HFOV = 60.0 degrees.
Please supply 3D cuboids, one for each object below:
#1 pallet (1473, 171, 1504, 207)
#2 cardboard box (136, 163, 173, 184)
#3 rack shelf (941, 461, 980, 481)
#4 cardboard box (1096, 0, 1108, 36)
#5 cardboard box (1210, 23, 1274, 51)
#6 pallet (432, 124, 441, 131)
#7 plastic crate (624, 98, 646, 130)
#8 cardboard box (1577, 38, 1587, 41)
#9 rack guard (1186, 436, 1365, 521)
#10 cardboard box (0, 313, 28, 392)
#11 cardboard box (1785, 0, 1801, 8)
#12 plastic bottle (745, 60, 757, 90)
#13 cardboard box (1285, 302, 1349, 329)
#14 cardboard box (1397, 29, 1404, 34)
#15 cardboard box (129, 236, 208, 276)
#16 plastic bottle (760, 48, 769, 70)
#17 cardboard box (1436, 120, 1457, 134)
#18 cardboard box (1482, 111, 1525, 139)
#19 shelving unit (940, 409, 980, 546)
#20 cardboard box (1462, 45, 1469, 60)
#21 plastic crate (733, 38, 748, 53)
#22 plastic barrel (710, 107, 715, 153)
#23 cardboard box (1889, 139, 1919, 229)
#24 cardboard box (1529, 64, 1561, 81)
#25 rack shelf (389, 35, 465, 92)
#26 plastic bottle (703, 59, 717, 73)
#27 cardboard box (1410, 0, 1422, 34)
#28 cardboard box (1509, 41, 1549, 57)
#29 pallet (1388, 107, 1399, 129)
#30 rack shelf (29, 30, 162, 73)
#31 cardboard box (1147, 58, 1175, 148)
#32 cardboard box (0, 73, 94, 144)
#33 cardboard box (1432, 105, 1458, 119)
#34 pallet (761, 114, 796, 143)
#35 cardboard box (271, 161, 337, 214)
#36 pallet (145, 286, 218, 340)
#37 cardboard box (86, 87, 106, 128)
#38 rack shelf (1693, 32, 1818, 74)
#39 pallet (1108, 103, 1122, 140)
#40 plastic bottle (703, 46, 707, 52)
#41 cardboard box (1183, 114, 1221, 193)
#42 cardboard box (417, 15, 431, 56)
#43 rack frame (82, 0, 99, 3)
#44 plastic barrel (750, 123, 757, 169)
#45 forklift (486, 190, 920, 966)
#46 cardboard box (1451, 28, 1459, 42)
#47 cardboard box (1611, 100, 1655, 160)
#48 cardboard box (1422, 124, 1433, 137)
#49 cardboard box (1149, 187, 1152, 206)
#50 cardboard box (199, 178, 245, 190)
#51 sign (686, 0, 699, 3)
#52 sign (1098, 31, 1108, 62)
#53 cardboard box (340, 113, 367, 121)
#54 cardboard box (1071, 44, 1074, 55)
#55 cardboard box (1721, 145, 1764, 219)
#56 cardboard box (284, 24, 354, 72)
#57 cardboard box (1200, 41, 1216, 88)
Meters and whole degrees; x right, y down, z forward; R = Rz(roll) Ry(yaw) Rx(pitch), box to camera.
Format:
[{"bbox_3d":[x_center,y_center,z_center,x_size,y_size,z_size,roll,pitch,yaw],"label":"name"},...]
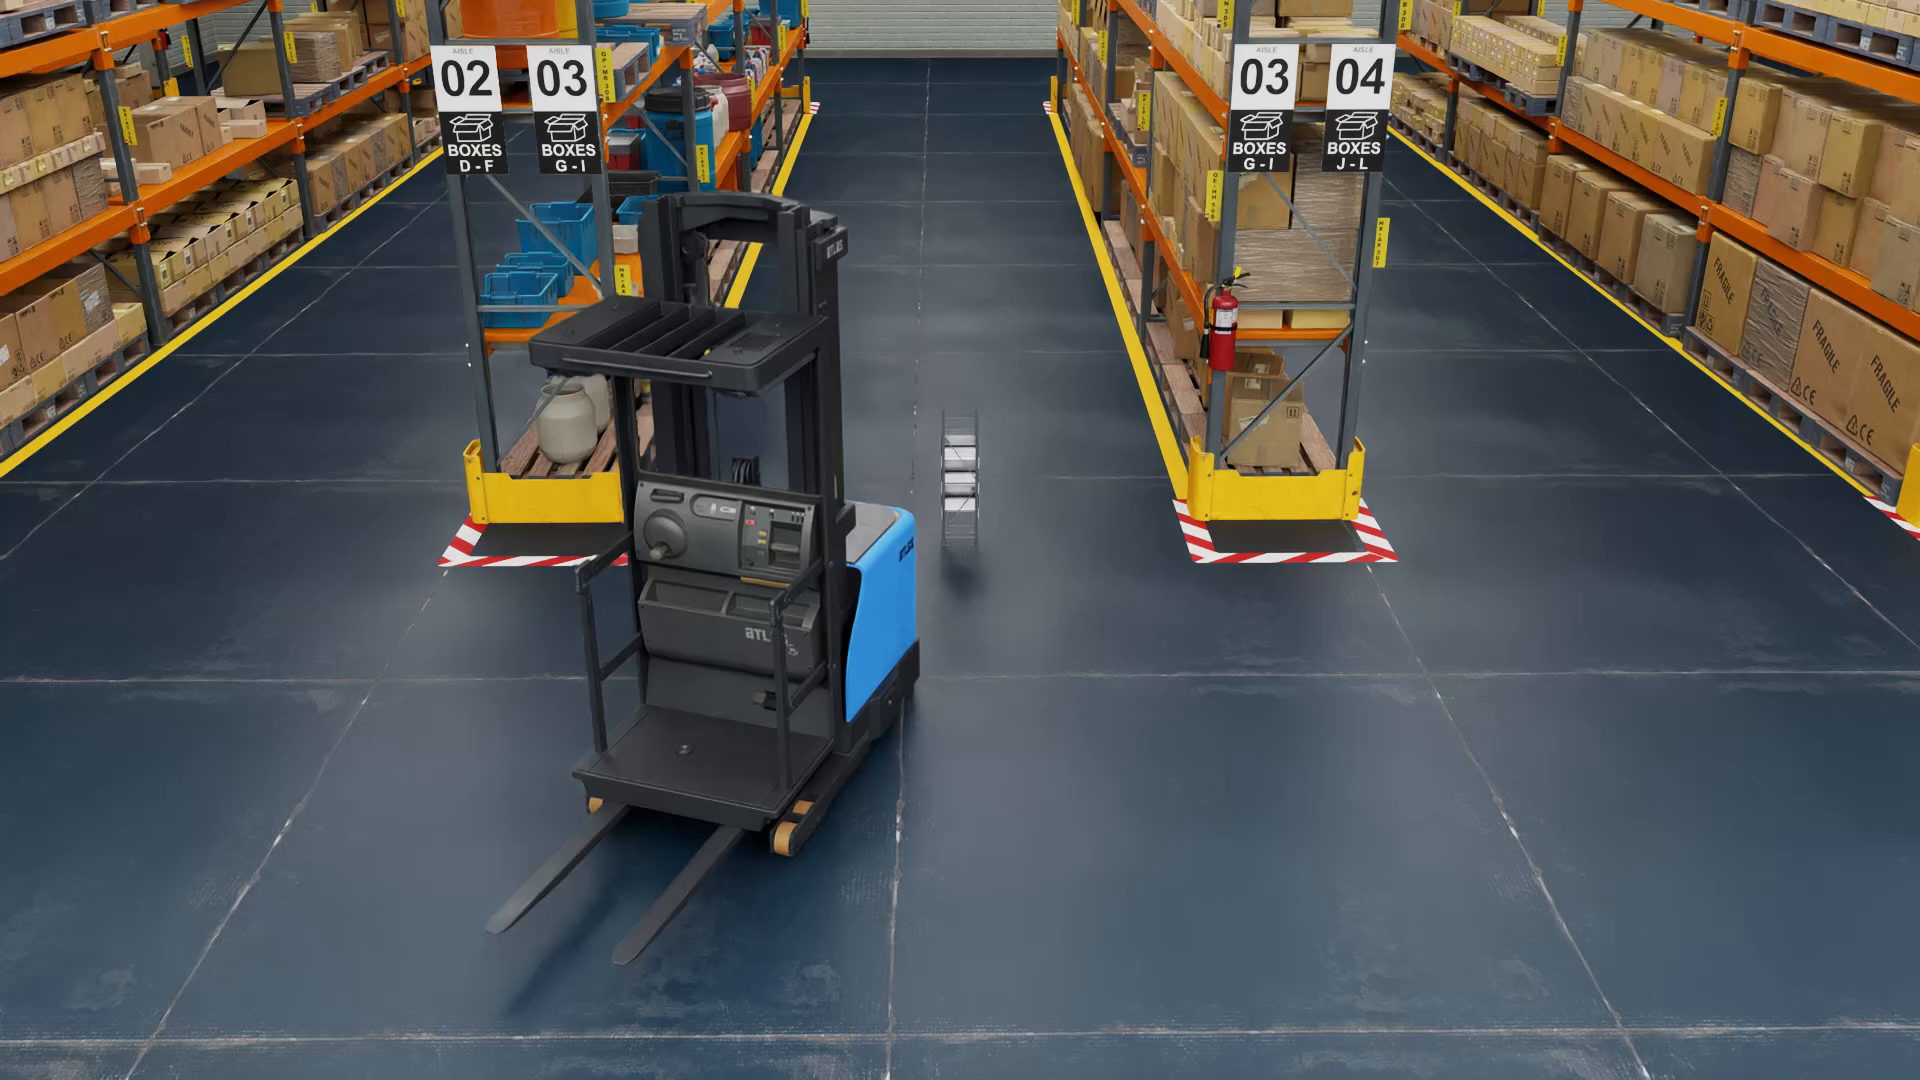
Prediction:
[{"bbox_3d":[7.051,-4.373,20.662,1.003,0.211,1.213,0,24,-1],"label":"pallet"},{"bbox_3d":[-7.560,-3.400,15.432,0.380,0.149,0.250,0,24,-1],"label":"cardboard box"},{"bbox_3d":[0.000,-0.465,11.049,0.258,0.077,0.200,0,24,-1],"label":"rack shelf"},{"bbox_3d":[2.075,-6.444,20.520,0.797,0.503,0.637,0,24,0],"label":"cardboard box"},{"bbox_3d":[1.881,-3.356,11.088,0.380,0.149,0.250,-1,24,-3],"label":"cardboard box"},{"bbox_3d":[-7.865,-5.961,24.174,1.003,0.211,1.213,0,24,-1],"label":"pallet"},{"bbox_3d":[-3.134,-4.179,16.772,0.402,0.464,0.583,0,24,-1],"label":"plastic crate"},{"bbox_3d":[7.246,-5.792,19.489,0.380,0.149,0.250,1,24,2],"label":"cardboard box"},{"bbox_3d":[2.194,-0.435,11.605,1.175,0.500,0.348,0,24,-1],"label":"rack guard"},{"bbox_3d":[-7.520,-1.414,12.653,0.500,0.500,0.500,0,24,-1],"label":"cardboard box"},{"bbox_3d":[6.782,-4.300,13.151,0.380,0.149,0.250,0,24,-1],"label":"cardboard box"},{"bbox_3d":[-2.540,-5.612,20.077,0.144,0.351,0.185,0,24,-1],"label":"plastic bottle"},{"bbox_3d":[2.430,-1.547,11.335,0.380,0.149,0.250,0,24,-1],"label":"cardboard box"},{"bbox_3d":[6.650,-7.651,24.832,0.380,0.149,0.250,-1,24,-2],"label":"cardboard box"},{"bbox_3d":[-7.510,-2.720,15.770,0.500,0.311,0.500,-1,24,-1],"label":"cardboard box"},{"bbox_3d":[-2.561,-6.248,21.575,0.152,0.276,0.135,0,24,-1],"label":"plastic bottle"},{"bbox_3d":[6.703,-5.624,22.635,0.380,0.149,0.250,0,24,0],"label":"cardboard box"},{"bbox_3d":[6.778,-5.127,20.560,0.500,0.250,0.500,1,24,1],"label":"cardboard box"},{"bbox_3d":[0.000,-0.413,11.072,0.258,0.900,0.210,0,24,-1],"label":"shelving unit"},{"bbox_3d":[6.577,-6.163,21.033,0.380,0.149,0.250,0,24,0],"label":"cardboard box"},{"bbox_3d":[-3.170,-6.827,22.966,0.437,0.125,0.590,0,24,-1],"label":"plastic crate"},{"bbox_3d":[-2.601,-3.928,16.131,0.433,0.535,0.433,0,24,0],"label":"plastic barrel"},{"bbox_3d":[7.092,-2.463,11.564,0.875,0.550,0.550,0,24,-1],"label":"cardboard box"},{"bbox_3d":[6.608,-5.234,18.617,0.380,0.149,0.250,0,24,1],"label":"cardboard box"},{"bbox_3d":[-7.864,-6.941,23.830,1.077,0.370,4.000,0,24,-1],"label":"rack shelf"},{"bbox_3d":[-3.103,-5.835,20.663,0.152,0.276,0.135,0,24,-1],"label":"plastic bottle"},{"bbox_3d":[6.745,-7.479,23.664,0.500,0.500,0.500,-1,24,-2],"label":"cardboard box"},{"bbox_3d":[6.595,-5.689,19.262,0.380,0.149,0.250,0,24,1],"label":"cardboard box"},{"bbox_3d":[6.955,-6.480,25.321,1.003,0.211,1.213,0,24,-1],"label":"pallet"},{"bbox_3d":[-12.817,-6.917,23.777,1.077,0.370,4.000,0,24,-1],"label":"rack shelf"},{"bbox_3d":[2.282,-3.984,15.181,1.000,1.000,1.000,0,24,0],"label":"cardboard box"},{"bbox_3d":[-7.744,-3.602,13.878,0.700,0.500,0.500,0,24,0],"label":"cardboard box"},{"bbox_3d":[6.718,-5.882,22.844,0.380,0.149,0.250,0,24,0],"label":"cardboard box"},{"bbox_3d":[-2.952,-6.002,24.263,1.003,0.211,1.213,0,24,-1],"label":"pallet"},{"bbox_3d":[-7.517,-4.047,19.057,0.500,0.500,0.500,1,24,2],"label":"cardboard box"},{"bbox_3d":[-7.802,-2.181,15.816,1.003,0.211,1.213,0,24,-1],"label":"pallet"},{"bbox_3d":[-12.706,-6.200,23.843,0.700,0.500,0.500,0,24,1],"label":"cardboard box"},{"bbox_3d":[11.951,-7.028,24.023,1.077,0.370,4.000,0,24,-1],"label":"rack shelf"},{"bbox_3d":[2.222,-4.459,17.701,1.213,0.211,1.003,0,24,-1],"label":"pallet"},{"bbox_3d":[-3.311,-6.259,21.591,0.061,0.283,0.133,0,24,-1],"label":"plastic bottle"},{"bbox_3d":[1.927,-2.817,12.143,0.500,0.500,0.500,0,24,-1],"label":"cardboard box"},{"bbox_3d":[-7.584,-6.912,22.772,0.500,0.500,0.500,0,24,0],"label":"cardboard box"},{"bbox_3d":[-7.755,-5.881,13.334,1.000,3.000,0.127,0,24,-1],"label":"rack frame"},{"bbox_3d":[-2.892,-5.184,21.110,0.600,0.901,0.708,0,24,-1],"label":"plastic barrel"},{"bbox_3d":[-1.195,-0.018,7.733,1.130,2.935,3.031,8,26,18],"label":"forklift"},{"bbox_3d":[6.569,-6.516,21.452,0.380,0.149,0.250,0,24,0],"label":"cardboard box"},{"bbox_3d":[6.820,-4.057,16.458,0.500,0.500,0.500,-1,24,-1],"label":"cardboard box"},{"bbox_3d":[6.693,-5.737,23.244,0.380,0.149,0.250,-1,24,-2],"label":"cardboard box"},{"bbox_3d":[1.853,-2.987,14.518,0.380,0.149,0.250,0,24,-1],"label":"cardboard box"},{"bbox_3d":[-8.086,-3.773,18.099,0.500,0.311,0.500,1,24,1],"label":"cardboard box"},{"bbox_3d":[-2.251,-4.537,13.992,0.100,0.325,0.005,0,24,-1],"label":"sign"},{"bbox_3d":[1.552,-5.363,18.063,0.100,0.325,0.005,0,24,-1],"label":"sign"},{"bbox_3d":[-8.080,-5.306,21.840,0.500,0.500,0.500,-1,24,-3],"label":"cardboard box"},{"bbox_3d":[1.727,-6.709,22.749,0.380,0.149,0.250,-1,24,-1],"label":"cardboard box"},{"bbox_3d":[7.128,-3.088,14.256,0.875,0.550,0.550,0,24,-1],"label":"cardboard box"},{"bbox_3d":[-7.761,-5.954,20.143,0.700,0.500,0.500,-6,25,-14],"label":"cardboard box"},{"bbox_3d":[1.927,-3.244,11.326,0.500,0.250,0.500,0,24,0],"label":"cardboard box"}]
